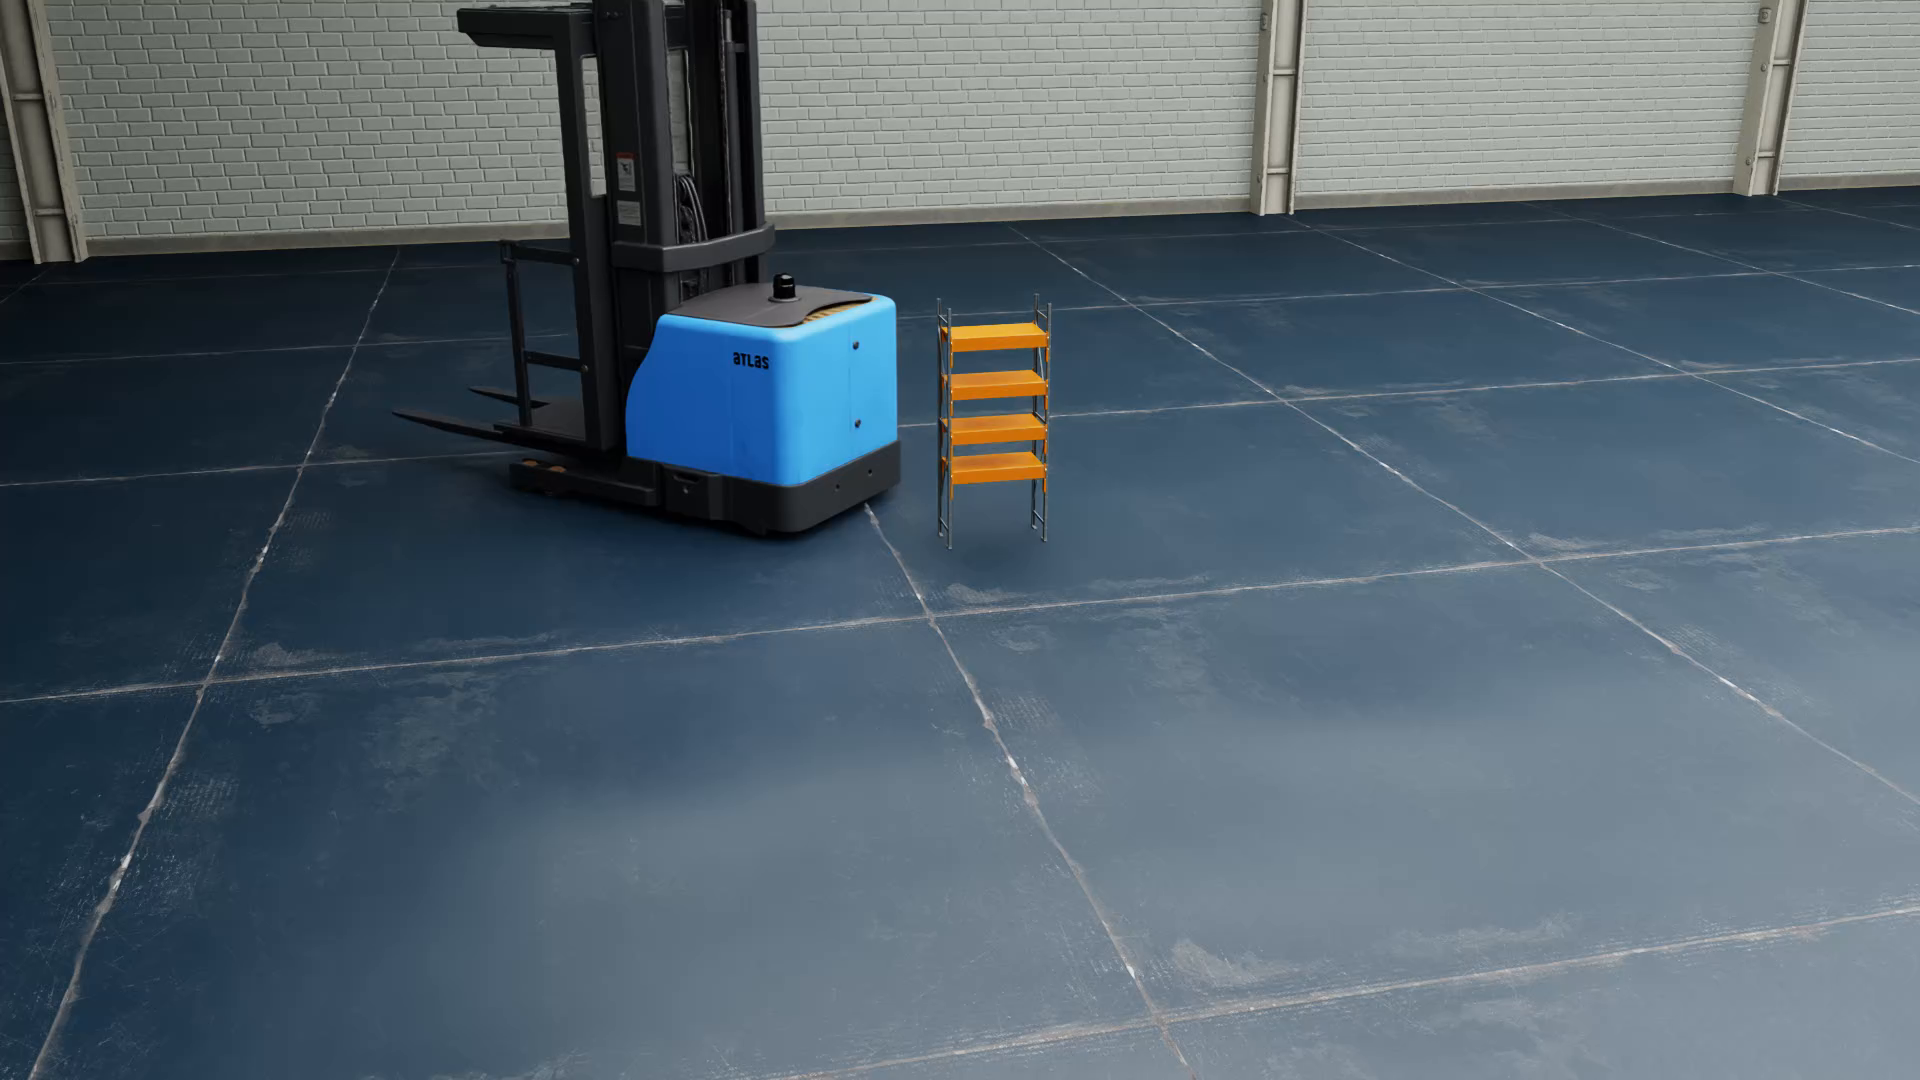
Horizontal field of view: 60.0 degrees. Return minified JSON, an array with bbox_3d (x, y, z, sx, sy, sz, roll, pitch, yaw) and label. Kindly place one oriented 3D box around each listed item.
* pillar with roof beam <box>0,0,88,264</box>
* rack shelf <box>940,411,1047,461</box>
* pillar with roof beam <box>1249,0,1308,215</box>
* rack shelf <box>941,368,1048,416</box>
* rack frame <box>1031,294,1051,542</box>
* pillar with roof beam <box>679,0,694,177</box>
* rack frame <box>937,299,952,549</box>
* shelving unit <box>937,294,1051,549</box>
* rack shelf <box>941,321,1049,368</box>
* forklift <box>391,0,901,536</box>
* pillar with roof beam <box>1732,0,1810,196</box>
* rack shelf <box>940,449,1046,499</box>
[{"bbox_3d":[-7.322,-5.377,9.909,0.400,9.000,9.100,-5,21,-12],"label":"pillar with roof beam"},{"bbox_3d":[0.161,-0.513,8.167,0.480,0.148,0.258,-5,21,-12],"label":"rack shelf"},{"bbox_3d":[4.356,-6.326,12.502,0.400,9.000,9.100,-5,21,-12],"label":"pillar with roof beam"},{"bbox_3d":[0.161,-0.723,8.090,0.480,0.148,0.258,-5,21,-12],"label":"rack shelf"},{"bbox_3d":[0.399,-0.596,8.197,0.015,1.200,0.240,-5,21,-12],"label":"rack frame"},{"bbox_3d":[-1.483,-5.852,11.206,0.400,9.000,9.100,-5,21,-12],"label":"pillar with roof beam"},{"bbox_3d":[-0.076,-0.557,8.091,0.015,1.200,0.240,-5,21,-12],"label":"rack frame"},{"bbox_3d":[0.161,-0.577,8.144,0.503,1.200,0.258,-5,21,-12],"label":"shelving unit"},{"bbox_3d":[0.161,-0.945,8.009,0.480,0.148,0.258,-5,21,-12],"label":"rack shelf"},{"bbox_3d":[-1.851,-1.750,8.832,3.031,2.935,1.130,11,23,28],"label":"forklift"},{"bbox_3d":[10.195,-6.801,13.799,0.400,9.000,9.100,-5,21,-12],"label":"pillar with roof beam"},{"bbox_3d":[0.161,-0.327,8.235,0.480,0.148,0.258,-5,21,-12],"label":"rack shelf"}]
